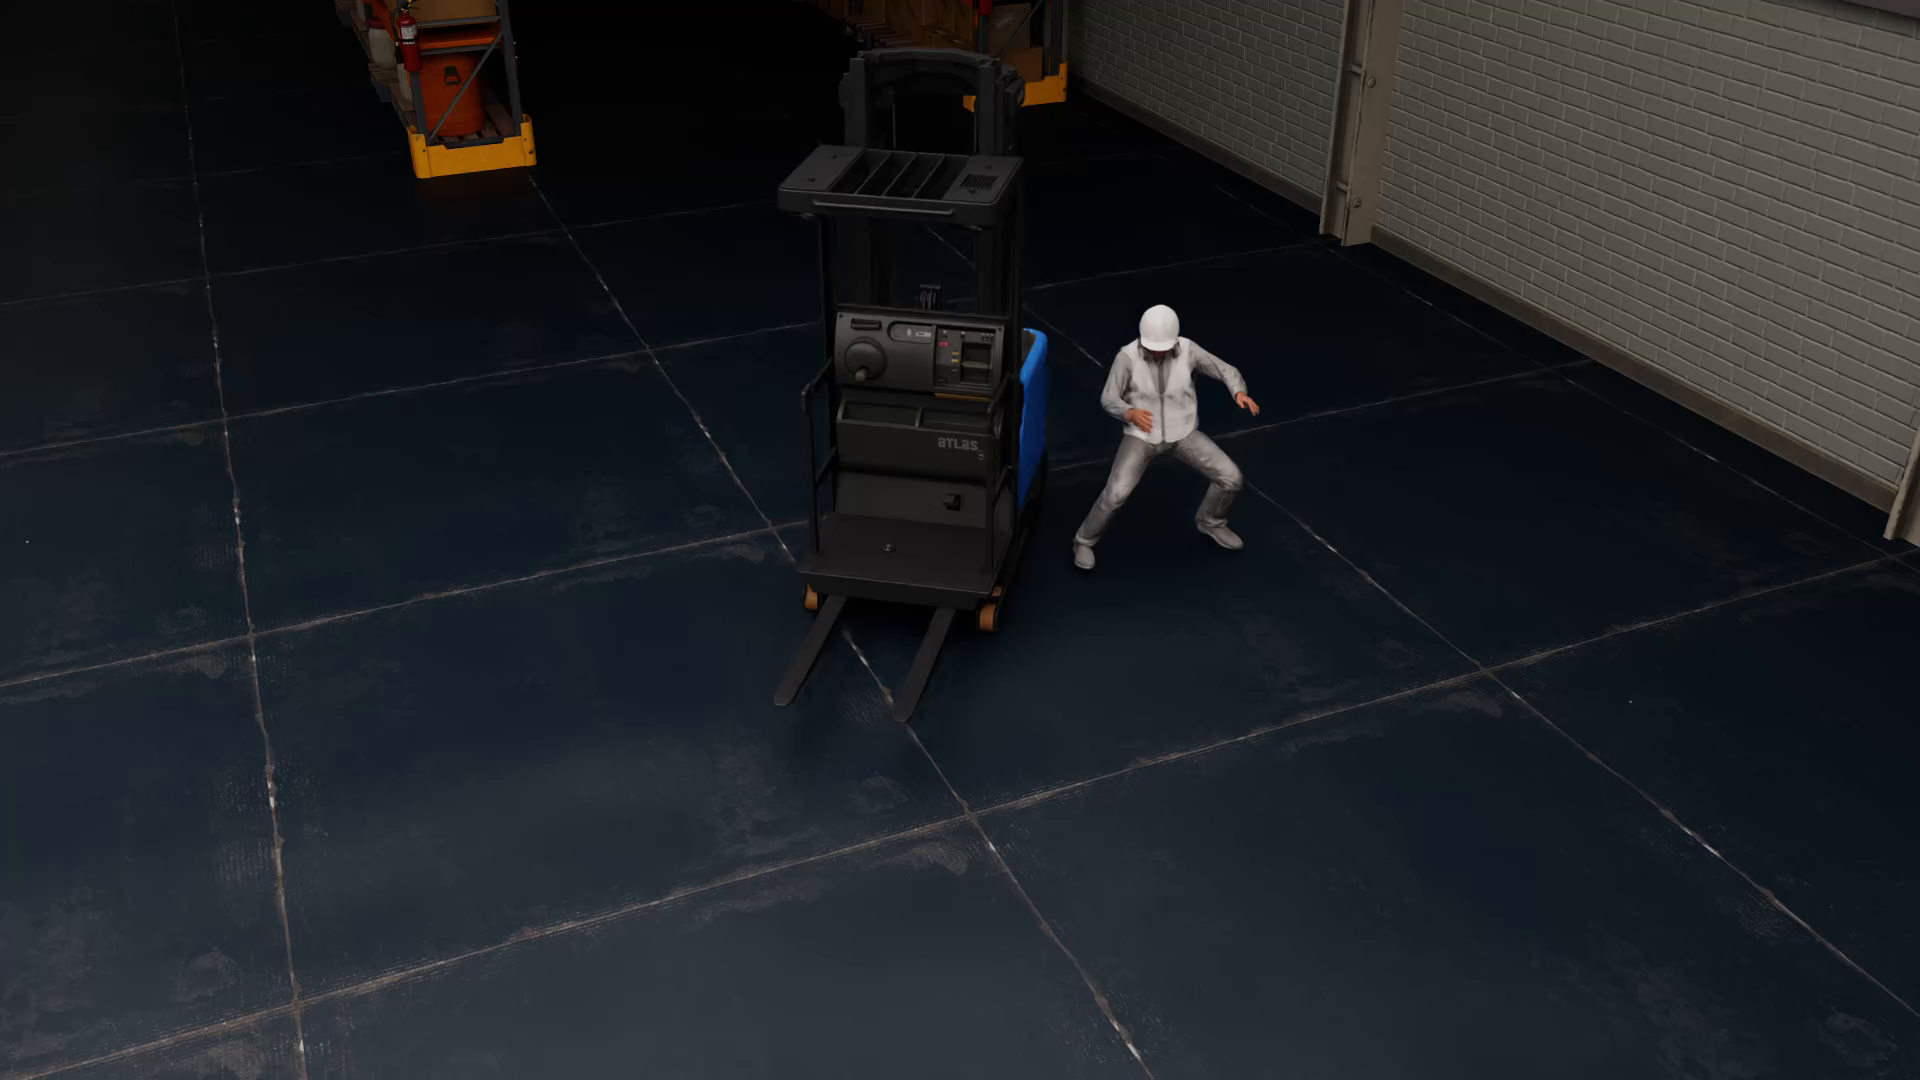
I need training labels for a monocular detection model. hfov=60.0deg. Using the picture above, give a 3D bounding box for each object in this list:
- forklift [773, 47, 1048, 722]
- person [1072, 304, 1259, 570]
[{"bbox_3d":[-0.266,-0.965,8.808,1.130,2.935,3.031,6,30,11],"label":"forklift"},{"bbox_3d":[1.173,-0.604,9.510,1.017,1.530,0.749,0,30,0],"label":"person"}]
